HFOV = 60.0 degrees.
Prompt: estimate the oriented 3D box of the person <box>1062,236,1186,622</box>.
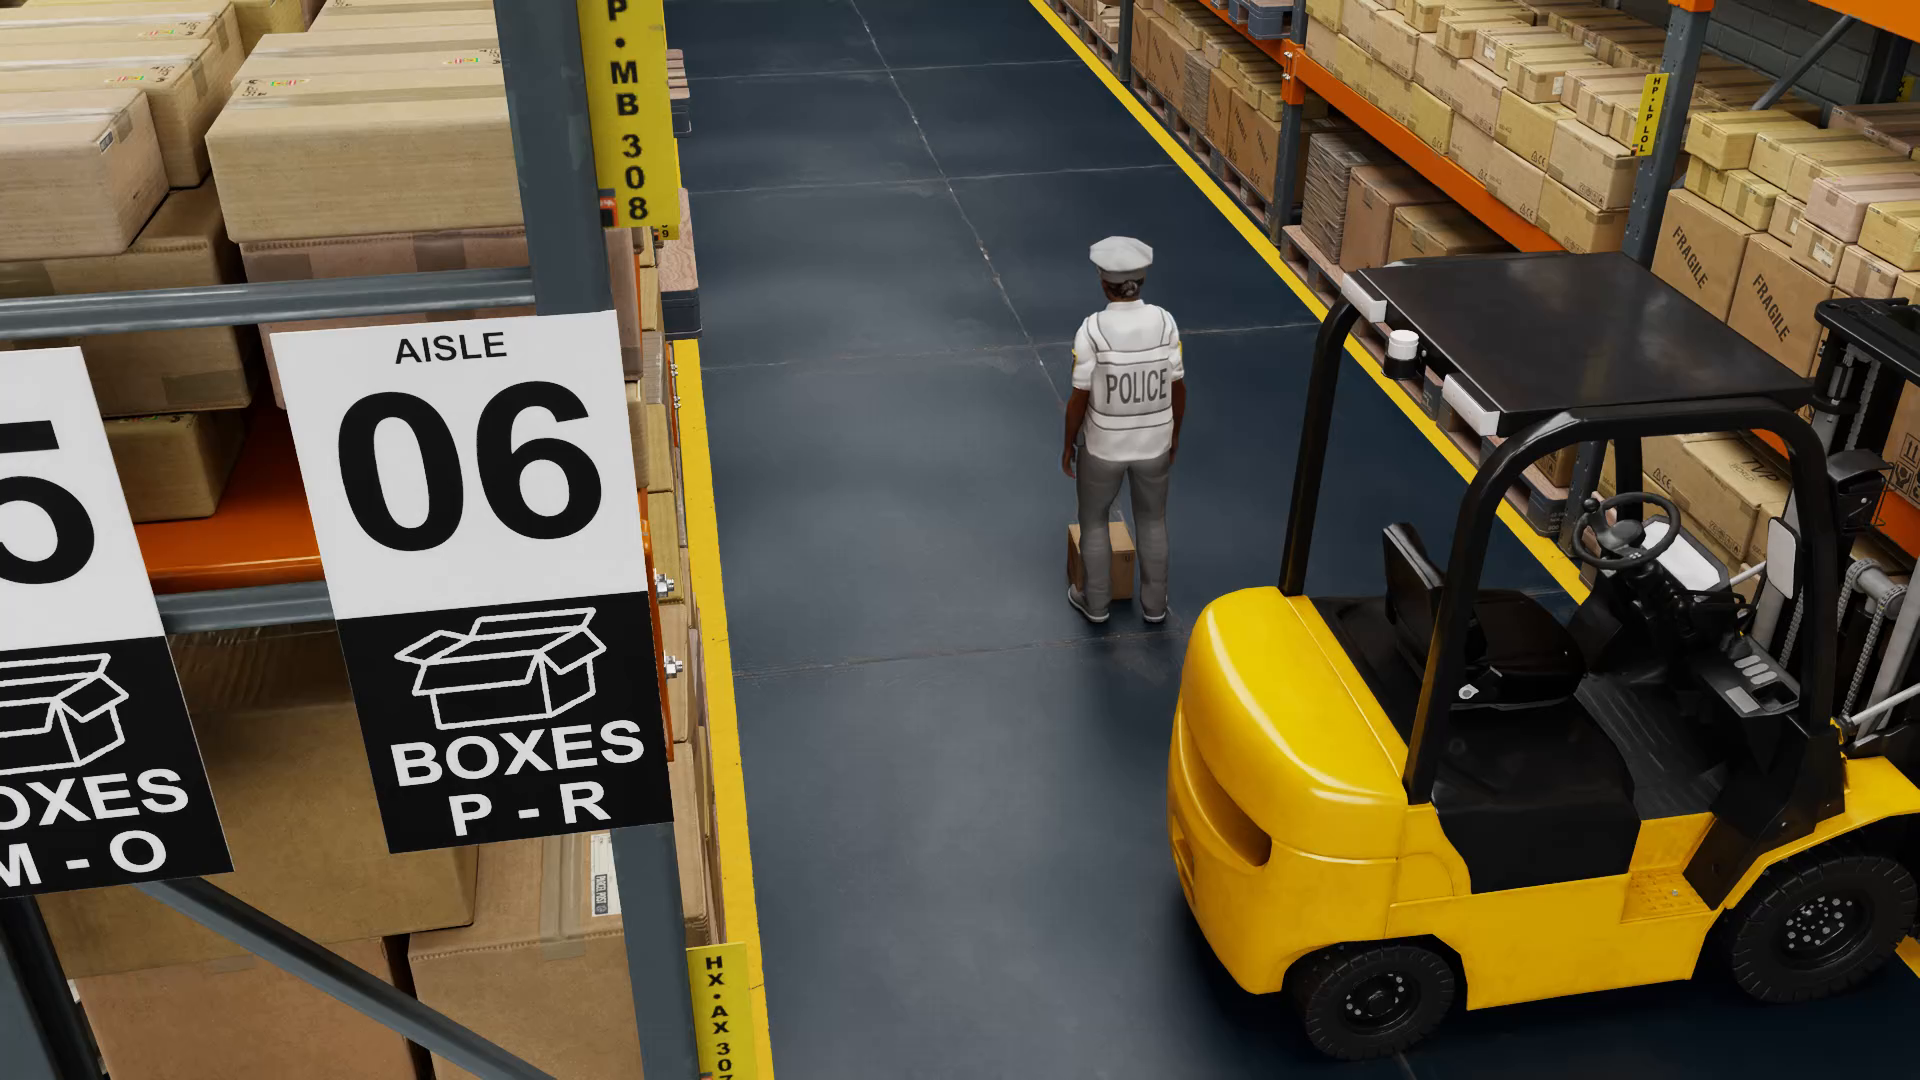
[{"bbox_3d":[0.668,-0.396,6.800,0.517,1.654,0.417,-6,31,-10],"label":"person"}]
